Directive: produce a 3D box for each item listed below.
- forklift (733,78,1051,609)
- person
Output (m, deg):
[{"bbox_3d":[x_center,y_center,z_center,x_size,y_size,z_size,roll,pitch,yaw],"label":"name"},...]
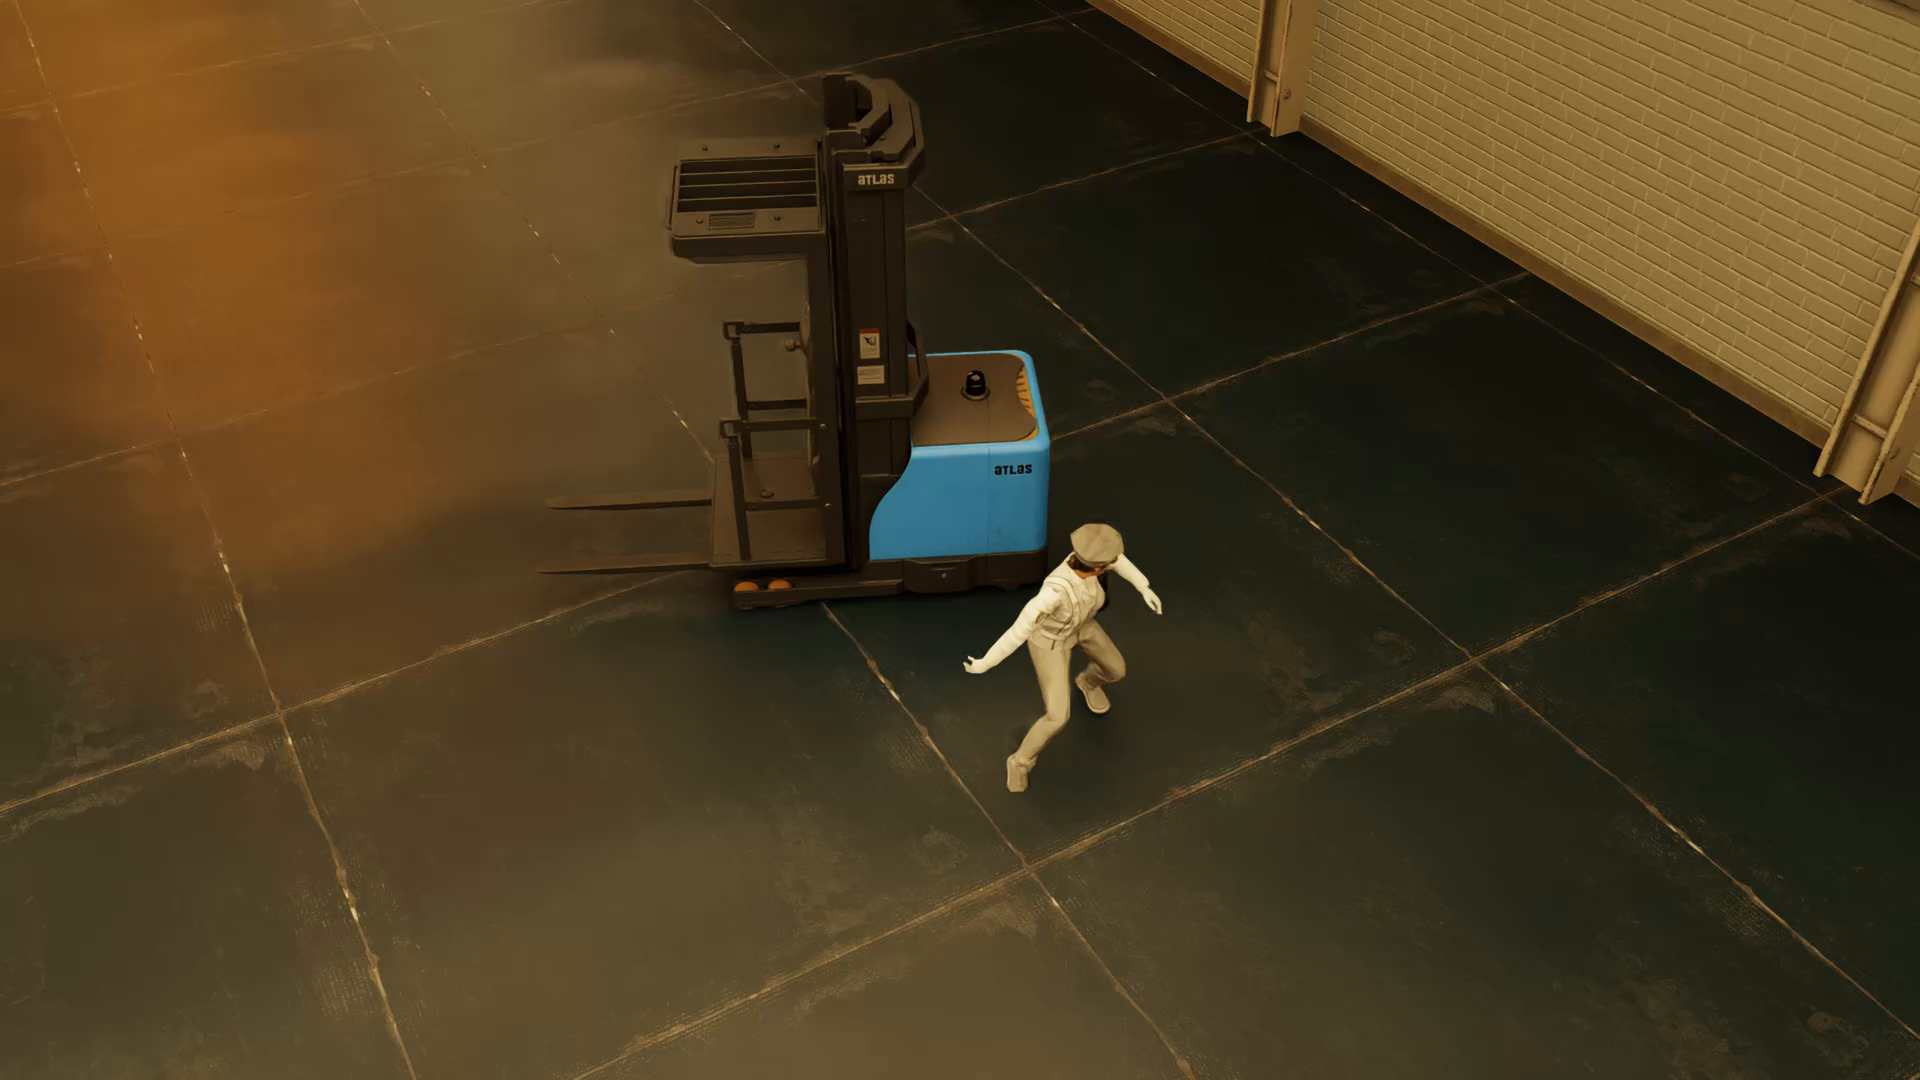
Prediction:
[{"bbox_3d":[-0.477,-1.077,9.384,1.939,2.867,1.129,-3,40,-4],"label":"forklift"},{"bbox_3d":[0.537,0.583,8.559,0.973,1.576,0.534,-32,49,-33],"label":"person"}]
